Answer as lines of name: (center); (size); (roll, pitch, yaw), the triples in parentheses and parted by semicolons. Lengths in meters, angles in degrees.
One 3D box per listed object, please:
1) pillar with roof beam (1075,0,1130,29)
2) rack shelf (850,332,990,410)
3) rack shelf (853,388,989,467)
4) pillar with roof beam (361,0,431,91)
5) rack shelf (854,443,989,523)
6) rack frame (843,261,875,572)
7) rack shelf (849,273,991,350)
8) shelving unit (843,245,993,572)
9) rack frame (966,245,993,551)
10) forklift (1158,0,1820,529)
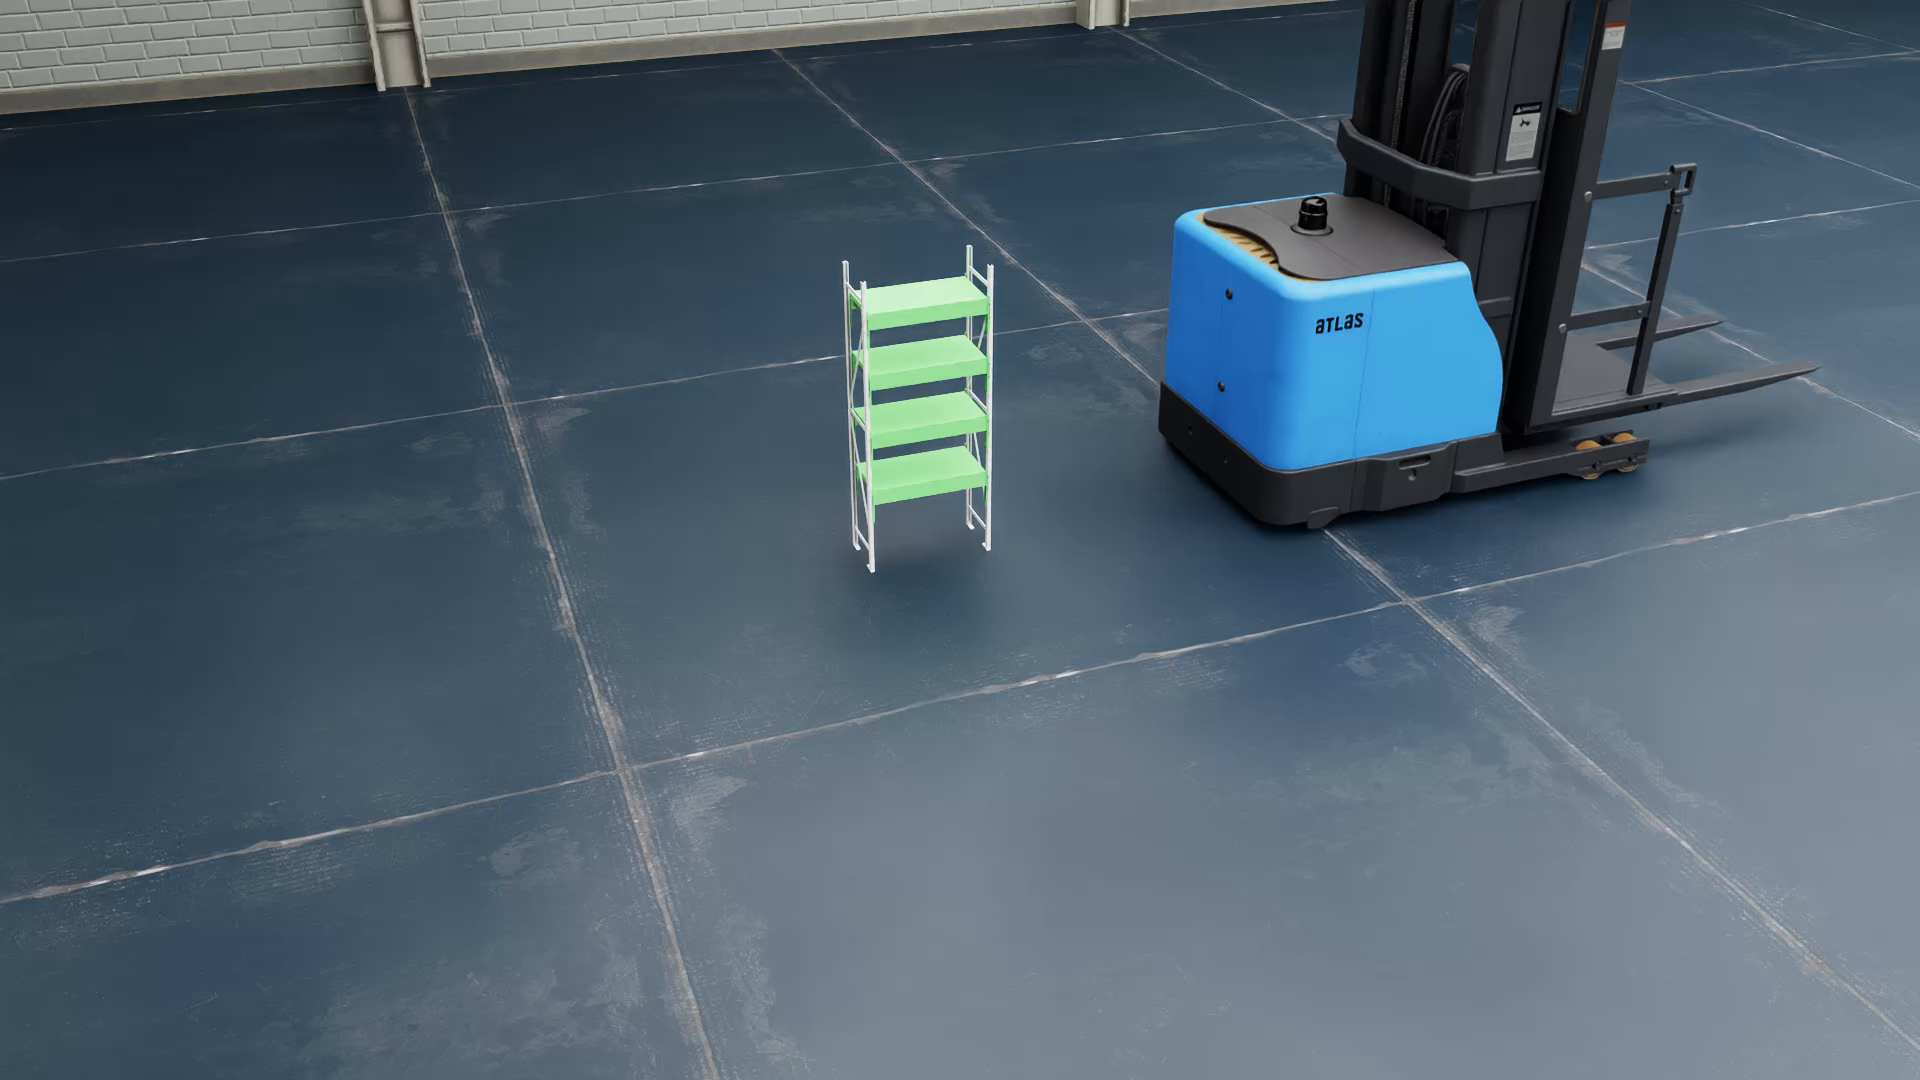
pillar with roof beam: (2.767, -6.517, 9.098); (0.400, 9.000, 9.100); (-10, 31, -18)
rack shelf: (-0.155, -0.646, 6.316); (0.480, 0.148, 0.258); (-10, 31, -18)
rack shelf: (-0.155, -0.437, 6.434); (0.480, 0.148, 0.258); (-10, 31, -18)
pillar with roof beam: (-2.857, -5.481, 7.280); (0.400, 9.000, 9.100); (-10, 31, -18)
rack shelf: (-0.155, -0.229, 6.553); (0.480, 0.148, 0.258); (-10, 31, -18)
rack frame: (-0.384, -0.451, 6.329); (0.015, 1.200, 0.240); (-10, 31, -18)
rack shelf: (-0.155, -0.854, 6.197); (0.480, 0.148, 0.258); (-10, 31, -18)
shelving unit: (-0.155, -0.493, 6.403); (0.503, 1.200, 0.258); (-10, 31, -18)
rack frame: (0.074, -0.535, 6.477); (0.015, 1.200, 0.240); (-10, 31, -18)
forklift: (2.461, -1.767, 6.891); (3.031, 2.935, 1.130); (-11, 31, -18)
